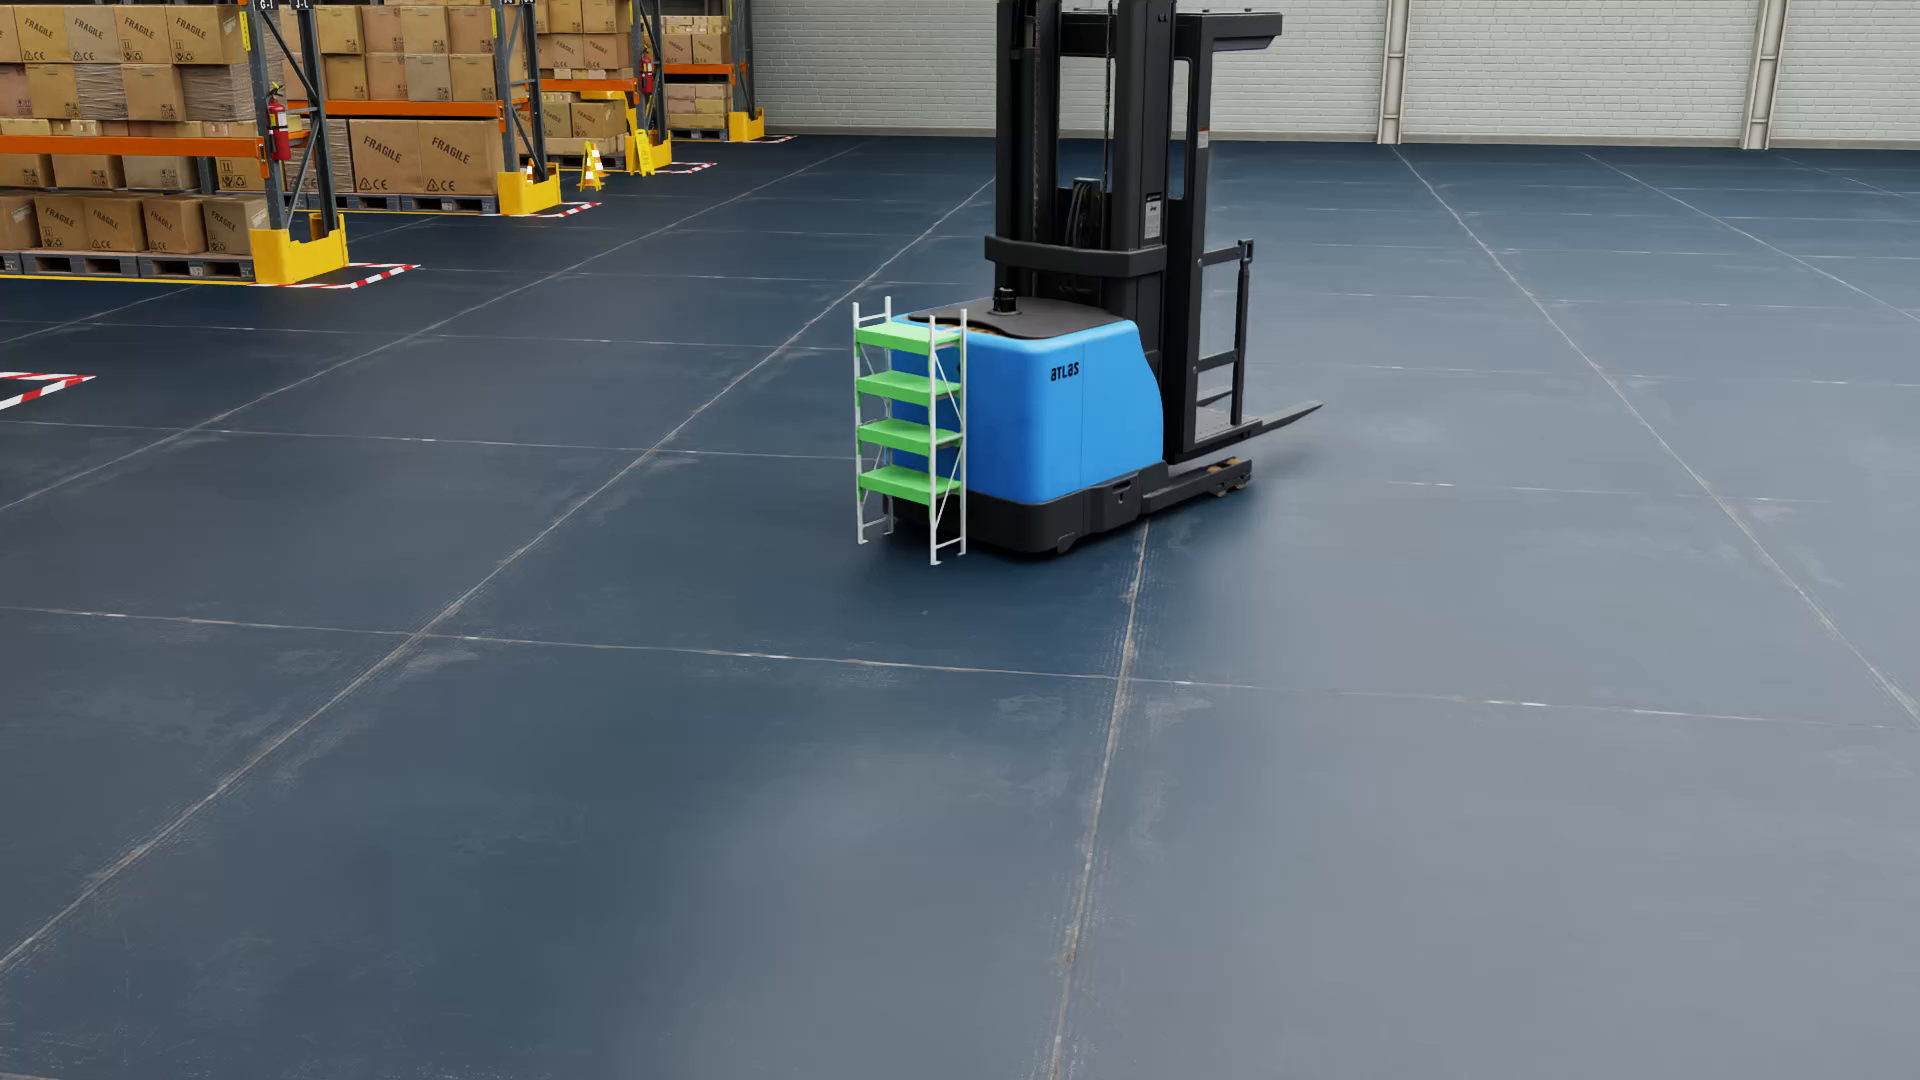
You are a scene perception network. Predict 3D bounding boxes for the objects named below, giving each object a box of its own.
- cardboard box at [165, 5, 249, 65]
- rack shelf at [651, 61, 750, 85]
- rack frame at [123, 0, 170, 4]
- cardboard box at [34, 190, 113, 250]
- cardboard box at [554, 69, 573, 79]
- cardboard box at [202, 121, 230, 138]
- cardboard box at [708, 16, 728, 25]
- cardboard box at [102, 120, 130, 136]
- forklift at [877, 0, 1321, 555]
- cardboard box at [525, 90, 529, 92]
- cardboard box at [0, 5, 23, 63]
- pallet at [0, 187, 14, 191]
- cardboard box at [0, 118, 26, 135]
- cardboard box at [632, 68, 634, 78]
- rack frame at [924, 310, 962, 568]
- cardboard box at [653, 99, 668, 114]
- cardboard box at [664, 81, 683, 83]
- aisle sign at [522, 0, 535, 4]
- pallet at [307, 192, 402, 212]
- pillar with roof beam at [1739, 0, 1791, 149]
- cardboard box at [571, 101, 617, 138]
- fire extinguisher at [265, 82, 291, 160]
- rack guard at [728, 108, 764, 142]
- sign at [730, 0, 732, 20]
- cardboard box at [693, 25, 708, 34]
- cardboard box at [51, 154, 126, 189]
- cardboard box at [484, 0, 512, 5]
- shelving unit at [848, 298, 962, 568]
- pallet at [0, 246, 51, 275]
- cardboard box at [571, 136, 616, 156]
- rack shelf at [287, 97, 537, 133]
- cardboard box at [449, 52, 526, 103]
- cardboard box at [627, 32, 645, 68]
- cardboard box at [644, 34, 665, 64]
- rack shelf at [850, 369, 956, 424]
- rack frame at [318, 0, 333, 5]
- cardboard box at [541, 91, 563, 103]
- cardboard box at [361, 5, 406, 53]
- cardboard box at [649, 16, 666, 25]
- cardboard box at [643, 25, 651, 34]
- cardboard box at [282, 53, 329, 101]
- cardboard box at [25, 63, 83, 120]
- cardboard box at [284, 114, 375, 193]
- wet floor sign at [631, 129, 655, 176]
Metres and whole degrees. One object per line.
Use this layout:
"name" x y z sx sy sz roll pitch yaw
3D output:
"cardboard box" -6.780 -4.575 15.046 0.500 0.500 0.500 3 19 9
"rack shelf" -5.817 -8.381 29.758 4.000 0.370 1.077 3 19 9
"rack frame" -12.525 -7.469 25.899 0.127 3.000 1.000 3 19 9
"cardboard box" -8.567 -3.111 16.151 0.500 0.500 0.500 1 19 4
"cardboard box" -5.806 -6.900 24.594 0.250 0.149 0.380 3 19 10
"cardboard box" -6.759 -3.805 15.344 0.250 0.149 0.380 3 19 9
"cardboard box" -4.230 -9.070 29.034 0.250 0.149 0.380 3 19 9
"cardboard box" -7.749 -3.850 15.478 0.250 0.149 0.380 3 19 9
"forklift" 0.933 -1.709 8.792 1.130 2.935 3.031 16 24 39
"cardboard box" -8.309 -7.919 30.323 0.625 0.625 0.875 4 19 11
"cardboard box" -8.756 -4.673 15.341 0.500 0.500 0.500 3 19 9
"pallet" -12.444 -4.528 21.502 1.213 0.211 1.003 3 19 9
"cardboard box" -8.745 -3.884 15.579 0.250 0.149 0.380 3 19 9
"cardboard box" -4.929 -7.029 24.980 0.250 0.149 0.380 3 19 9
"rack frame" -0.077 -0.468 7.810 0.015 1.200 0.240 16 24 39
"cardboard box" -5.379 -7.729 29.558 0.500 0.250 0.500 2 19 7
"cardboard box" -5.273 -8.127 29.961 0.500 0.250 0.500 3 19 8
"aisle sign" -5.194 -6.834 19.903 0.004 0.787 0.394 3 19 9
"pallet" -7.314 -4.266 20.720 1.213 0.211 1.003 3 19 9
"pillar with roof beam" 12.702 -9.529 22.602 0.400 9.000 9.100 3 19 9
"cardboard box" -5.458 -6.276 24.822 0.500 0.500 0.500 3 19 9
"fire extinguisher" -6.158 -3.775 14.980 0.183 0.674 0.296 3 19 9
"rack guard" -3.819 -7.435 29.736 0.348 0.500 1.175 3 19 9
"sign" -3.942 -9.114 28.616 0.005 0.325 0.100 3 19 9
"cardboard box" -4.486 -8.910 29.025 0.250 0.149 0.380 3 19 10
"cardboard box" -10.840 -4.897 21.095 0.750 0.750 1.050 3 19 9
"cardboard box" -6.654 -7.776 24.615 0.500 0.500 0.700 3 19 8
"shelving unit" -0.260 -0.519 7.963 0.503 1.200 0.258 16 24 39
"pallet" -9.479 -2.818 16.393 1.213 0.211 1.003 3 19 9
"cardboard box" -5.491 -5.919 24.938 0.500 0.250 0.500 3 19 8
"rack shelf" -7.286 -5.270 20.460 4.000 0.370 1.077 3 19 9
"cardboard box" -5.685 -5.586 20.035 0.550 0.550 0.875 3 19 9
"cardboard box" -5.050 -7.366 24.963 0.500 0.500 0.500 3 19 8
"cardboard box" -5.387 -8.666 29.319 0.500 0.500 0.500 3 19 8
"rack shelf" -0.261 -0.686 7.907 0.480 0.148 0.258 16 24 39
"rack frame" -11.741 -9.024 30.547 0.127 3.000 1.000 3 19 9
"cardboard box" -6.079 -6.595 24.752 0.250 0.149 0.380 3 19 10
"cardboard box" -6.761 -6.194 20.150 0.550 0.550 0.875 3 19 9
"cardboard box" -5.249 -9.091 29.098 0.250 0.149 0.380 3 19 10
"cardboard box" -5.500 -8.963 29.184 0.250 0.149 0.380 3 19 9
"cardboard box" -7.834 -5.684 20.326 0.550 0.550 0.875 3 19 9
"cardboard box" -8.228 -4.242 15.626 0.500 0.500 0.875 3 19 9
"cardboard box" -7.760 -4.806 20.625 0.875 0.875 0.875 3 19 9
"wet floor sign" -4.608 -5.605 24.038 0.232 0.644 0.267 10 21 27
